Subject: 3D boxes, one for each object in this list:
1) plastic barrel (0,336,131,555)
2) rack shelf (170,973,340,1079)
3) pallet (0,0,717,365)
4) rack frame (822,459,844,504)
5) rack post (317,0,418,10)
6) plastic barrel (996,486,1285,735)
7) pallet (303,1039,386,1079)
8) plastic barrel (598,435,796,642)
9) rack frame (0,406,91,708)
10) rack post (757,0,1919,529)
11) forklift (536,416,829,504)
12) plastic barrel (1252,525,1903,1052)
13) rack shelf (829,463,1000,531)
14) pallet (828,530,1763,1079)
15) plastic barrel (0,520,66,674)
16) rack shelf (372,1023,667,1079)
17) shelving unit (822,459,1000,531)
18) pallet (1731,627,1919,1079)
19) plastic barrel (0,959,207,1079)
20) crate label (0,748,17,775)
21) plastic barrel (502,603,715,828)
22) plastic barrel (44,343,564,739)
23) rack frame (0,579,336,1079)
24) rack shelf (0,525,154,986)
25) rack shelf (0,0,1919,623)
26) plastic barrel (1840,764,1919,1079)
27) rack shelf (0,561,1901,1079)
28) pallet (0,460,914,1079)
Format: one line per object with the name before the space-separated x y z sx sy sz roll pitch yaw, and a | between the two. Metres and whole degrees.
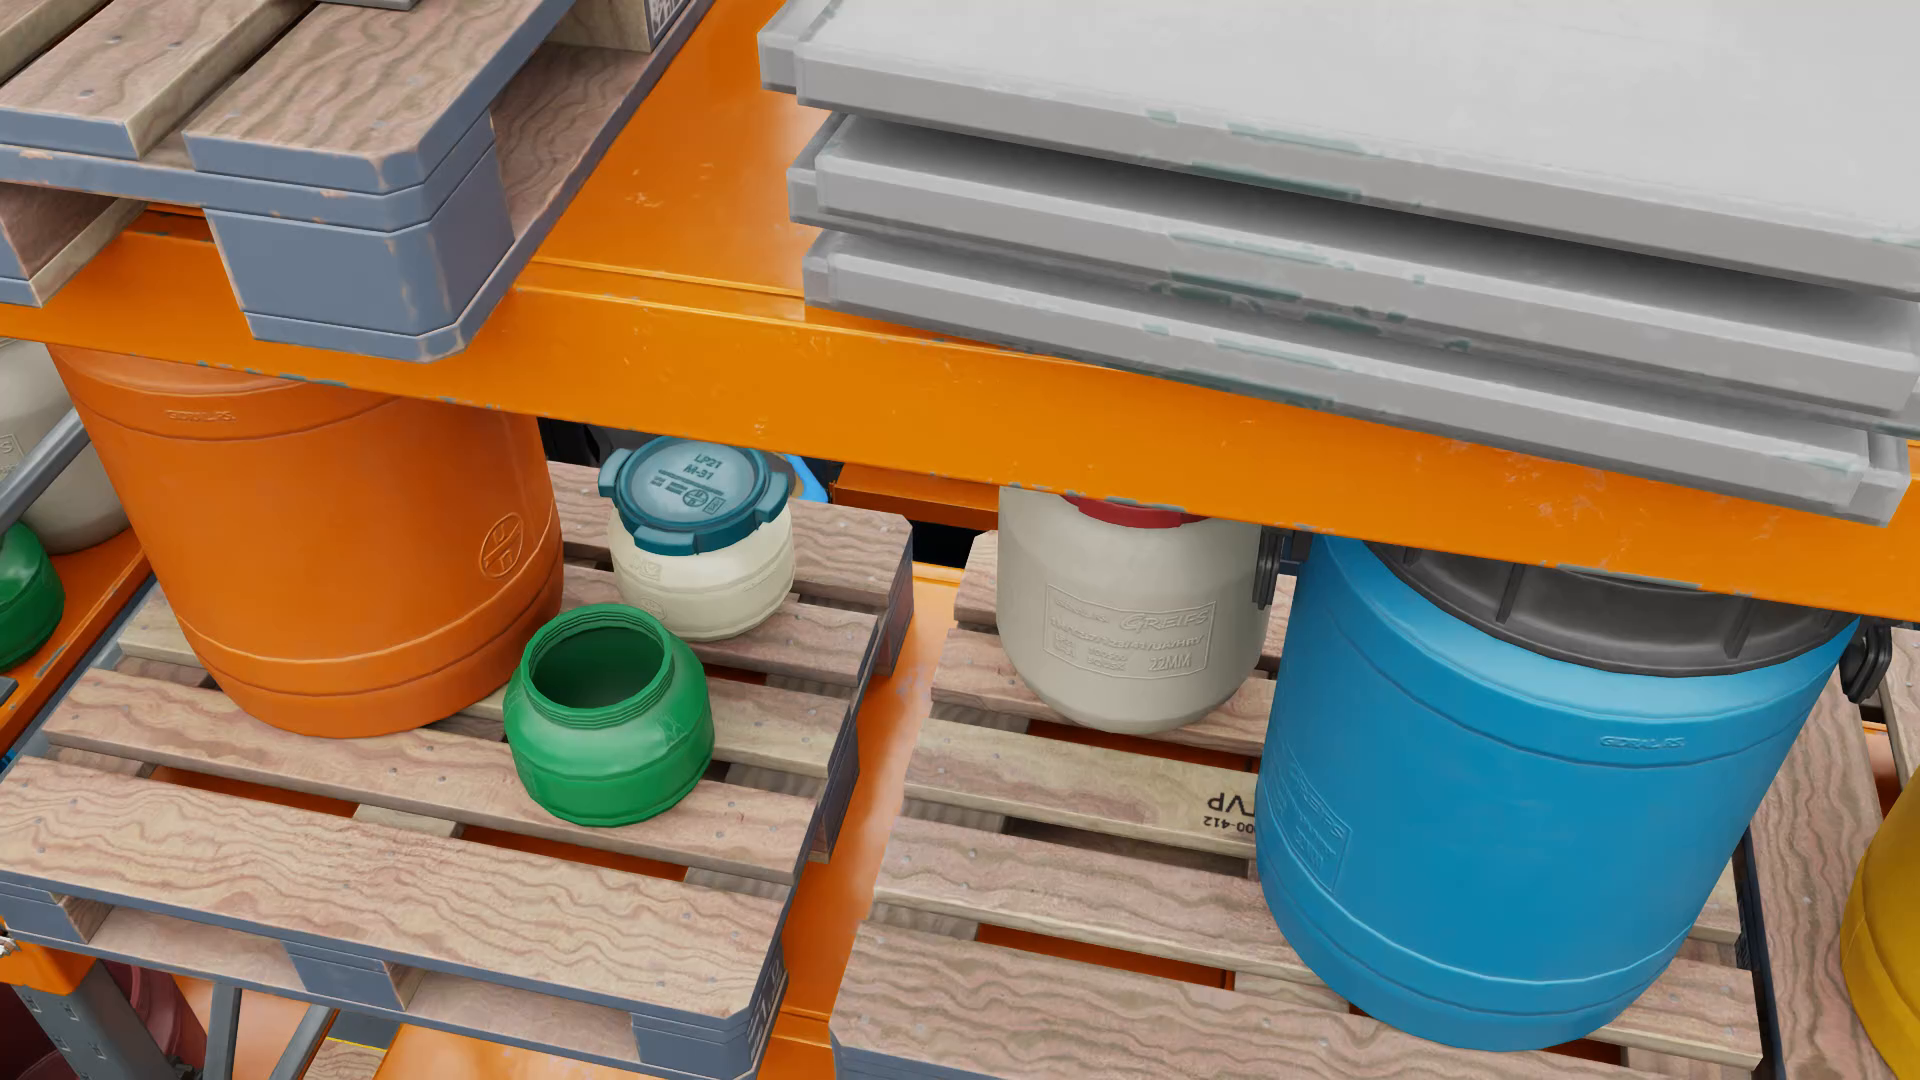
plastic barrel | -1.733 -0.262 3.076 0.421 0.512 0.421 0 44 0
rack shelf | -3.448 1.070 4.455 4.000 0.370 1.077 9 45 9
pallet | -0.799 -0.706 1.879 1.003 0.211 1.213 9 45 9
rack frame | -0.489 -0.481 6.899 0.032 1.125 0.500 9 45 9
rack post | -0.780 -0.939 1.751 0.937 0.300 0.954 9 45 9
plastic barrel | 0.267 -0.001 2.485 0.433 0.535 0.433 0 44 0
pallet | -2.244 1.974 5.007 1.213 0.211 1.003 9 45 9
plastic barrel | -0.418 -0.006 2.687 0.301 0.262 0.301 0 44 0
rack frame | -1.496 -1.048 1.810 0.127 3.000 1.000 9 45 9
rack post | 0.404 -0.483 1.583 0.954 0.300 0.937 13 45 13
forklift | -1.992 -0.231 5.337 3.031 2.935 1.130 -21 48 -20
plastic barrel | 0.708 0.151 2.062 0.708 0.901 0.600 9 45 9
rack shelf | 0.007 -0.228 6.988 1.000 0.278 0.538 9 45 9
pallet | 0.513 0.484 2.517 1.213 0.211 1.003 9 45 9
plastic barrel | -1.749 0.086 2.907 0.294 0.245 0.294 0 44 0
rack shelf | 0.455 1.675 3.825 4.000 0.370 1.077 9 45 9
shelving unit | 0.007 -0.404 6.819 1.048 1.125 0.538 9 45 9
pallet | 1.621 0.654 2.341 1.003 0.211 1.213 9 45 9
plastic barrel | -2.015 1.199 3.703 0.708 0.536 0.600 9 45 9
crate label | -2.407 0.767 4.225 0.616 0.435 0.502 9 45 9
plastic barrel | -0.513 0.253 2.430 0.294 0.245 0.294 0 44 0
plastic barrel | -0.943 -0.186 2.464 0.708 0.830 0.600 9 45 9
rack frame | -1.496 1.113 3.890 0.127 3.000 1.000 9 45 9
rack shelf | -3.448 -0.011 3.414 4.000 0.370 1.077 9 45 9
rack shelf | 0.455 -0.342 1.884 4.000 0.370 1.077 9 45 9
plastic barrel | 1.472 0.418 2.011 0.600 0.588 0.600 0 44 0
rack shelf | 0.455 0.595 2.785 4.000 0.370 1.077 9 45 9
pallet | -0.771 0.283 2.727 1.213 0.211 1.003 9 45 9
